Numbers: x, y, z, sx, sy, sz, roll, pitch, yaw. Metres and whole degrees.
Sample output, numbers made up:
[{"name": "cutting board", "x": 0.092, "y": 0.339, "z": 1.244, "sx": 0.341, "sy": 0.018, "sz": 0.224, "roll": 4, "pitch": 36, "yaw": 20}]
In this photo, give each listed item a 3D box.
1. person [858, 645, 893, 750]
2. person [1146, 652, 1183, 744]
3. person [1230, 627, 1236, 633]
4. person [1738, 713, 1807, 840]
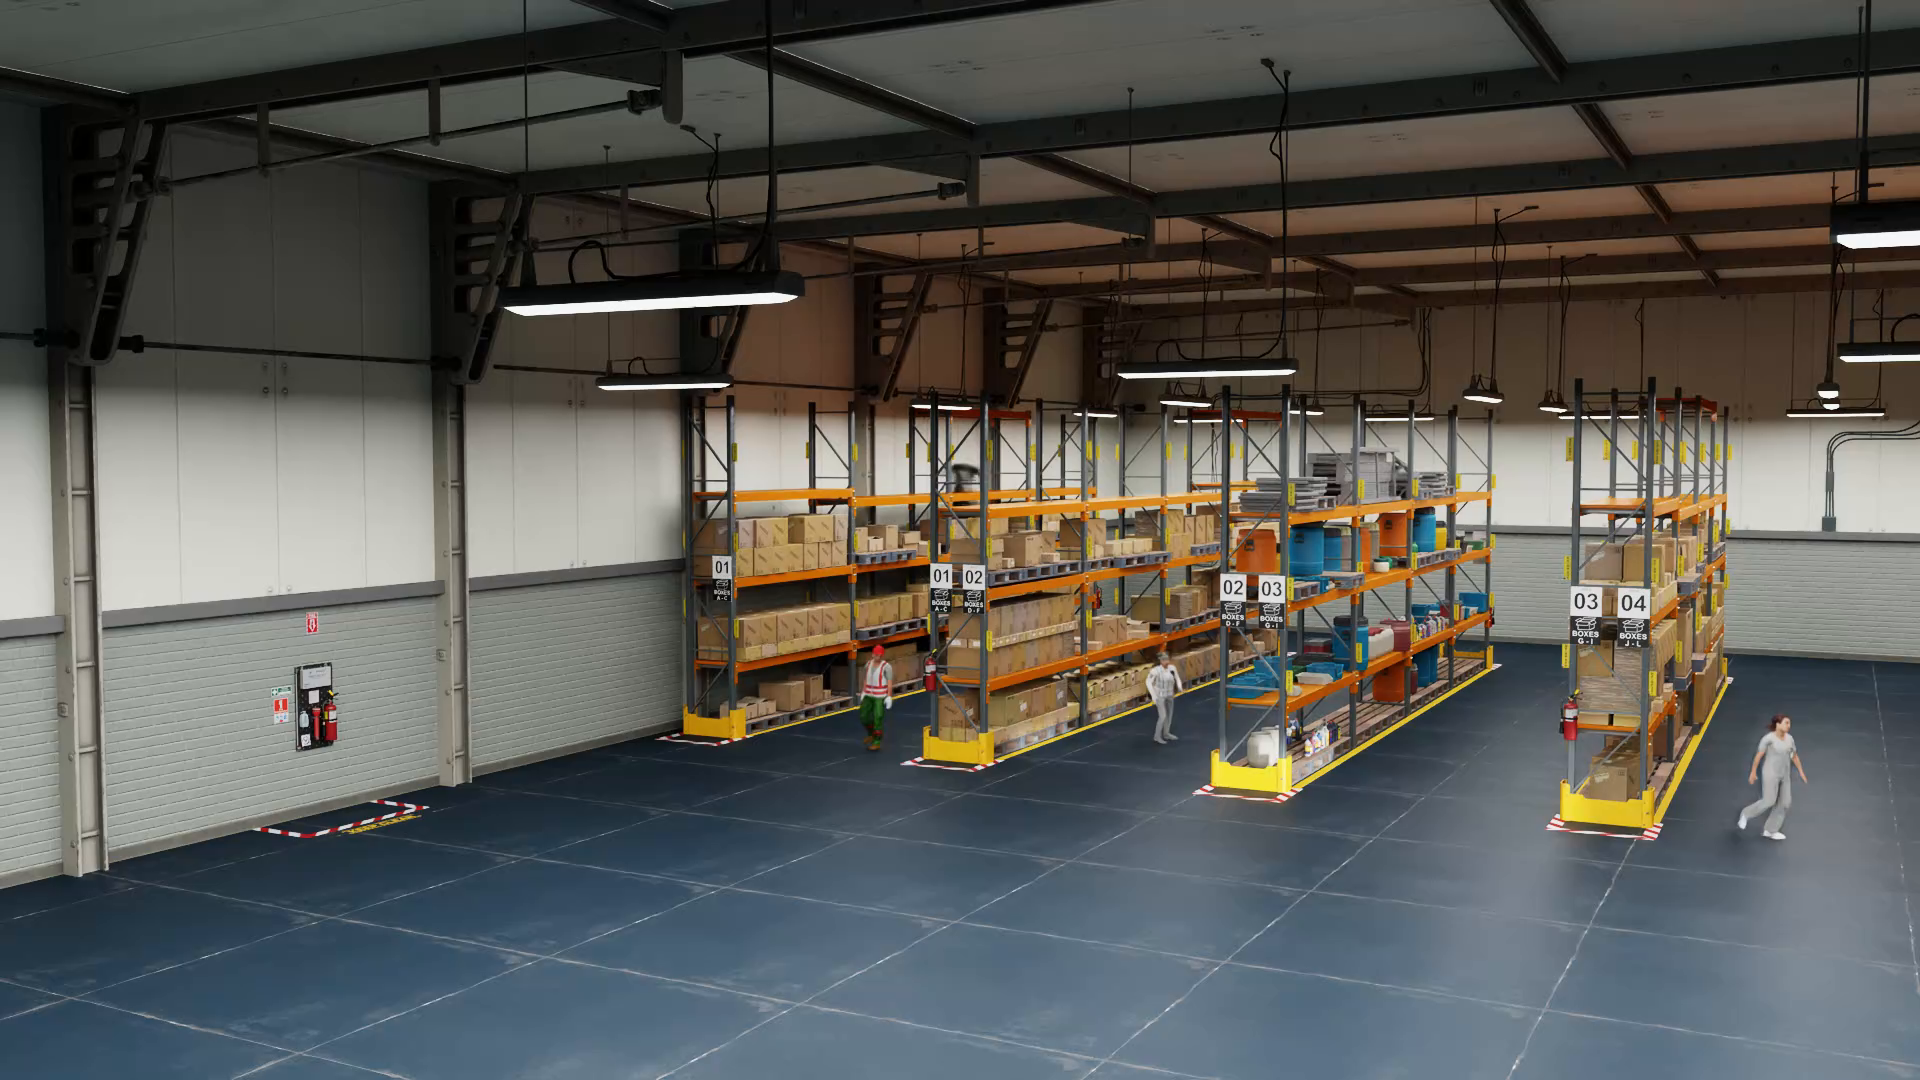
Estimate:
[{"name": "person", "x": -1.400, "y": 2.626, "z": 27.881, "sx": 0.674, "sy": 1.765, "sz": 0.486, "roll": 2, "pitch": 3, "yaw": 28}, {"name": "person", "x": 3.549, "y": 2.710, "z": 28.708, "sx": 0.655, "sy": 1.620, "sz": 0.751, "roll": -1, "pitch": 3, "yaw": -25}, {"name": "person", "x": 7.454, "y": 1.906, "z": 44.863, "sx": 0.644, "sy": 1.481, "sz": 0.818, "roll": -1, "pitch": 3, "yaw": -12}, {"name": "person", "x": 10.519, "y": 3.045, "z": 21.575, "sx": 0.613, "sy": 1.639, "sz": 0.660, "roll": -1, "pitch": 3, "yaw": -17}]
